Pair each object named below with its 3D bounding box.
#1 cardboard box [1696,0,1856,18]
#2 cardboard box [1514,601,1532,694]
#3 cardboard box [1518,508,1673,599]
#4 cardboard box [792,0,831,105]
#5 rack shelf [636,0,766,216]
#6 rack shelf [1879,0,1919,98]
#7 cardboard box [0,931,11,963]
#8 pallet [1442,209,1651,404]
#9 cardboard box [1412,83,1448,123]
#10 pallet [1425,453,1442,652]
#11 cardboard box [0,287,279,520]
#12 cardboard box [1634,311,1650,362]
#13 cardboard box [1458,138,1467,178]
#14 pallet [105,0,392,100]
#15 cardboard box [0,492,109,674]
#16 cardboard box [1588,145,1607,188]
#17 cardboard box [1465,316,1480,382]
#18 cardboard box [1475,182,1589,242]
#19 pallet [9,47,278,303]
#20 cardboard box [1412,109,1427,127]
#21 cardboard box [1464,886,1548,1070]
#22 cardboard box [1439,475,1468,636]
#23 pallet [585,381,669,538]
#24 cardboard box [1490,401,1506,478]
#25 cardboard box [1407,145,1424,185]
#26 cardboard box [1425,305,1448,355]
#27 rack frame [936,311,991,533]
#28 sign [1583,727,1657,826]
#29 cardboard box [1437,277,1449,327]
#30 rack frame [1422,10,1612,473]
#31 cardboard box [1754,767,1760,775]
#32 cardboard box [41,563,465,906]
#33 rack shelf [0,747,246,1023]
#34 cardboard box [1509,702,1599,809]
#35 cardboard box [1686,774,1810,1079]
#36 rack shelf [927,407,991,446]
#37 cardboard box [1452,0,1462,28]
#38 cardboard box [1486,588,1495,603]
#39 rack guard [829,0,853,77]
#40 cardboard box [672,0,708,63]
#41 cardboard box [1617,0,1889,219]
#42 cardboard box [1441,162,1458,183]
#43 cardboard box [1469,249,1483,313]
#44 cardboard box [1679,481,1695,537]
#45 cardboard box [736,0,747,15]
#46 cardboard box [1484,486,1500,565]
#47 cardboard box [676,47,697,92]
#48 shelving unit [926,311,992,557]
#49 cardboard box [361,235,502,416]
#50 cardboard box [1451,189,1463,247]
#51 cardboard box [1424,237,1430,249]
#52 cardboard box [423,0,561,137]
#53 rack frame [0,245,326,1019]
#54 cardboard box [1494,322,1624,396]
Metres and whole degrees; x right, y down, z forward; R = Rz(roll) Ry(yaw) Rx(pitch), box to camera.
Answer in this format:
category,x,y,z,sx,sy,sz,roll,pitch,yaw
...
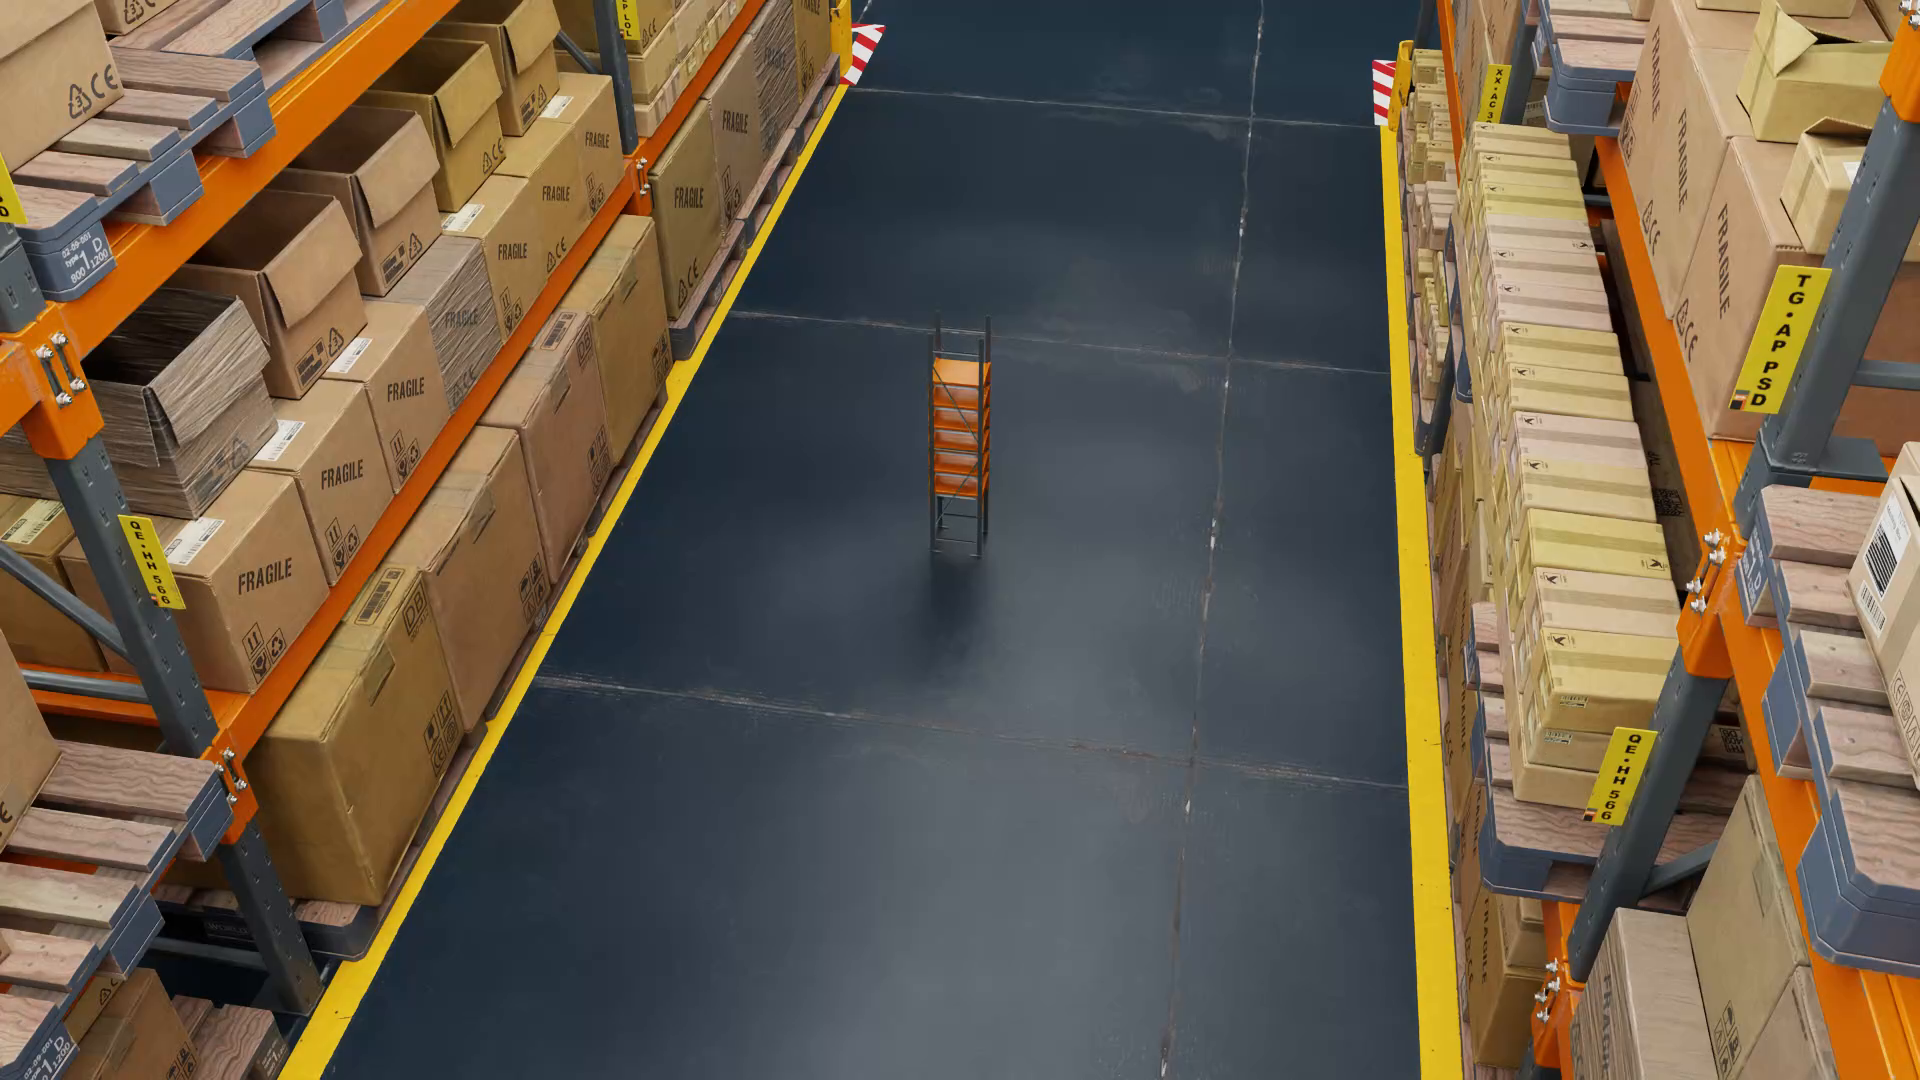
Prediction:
category,x,y,z,sx,sy,sz,roll,pitch,yaw
cardboard box,2.126,-1.546,4.329,0.396,0.266,0.258,6,40,8
cardboard box,1.791,0.328,4.730,0.380,0.149,0.250,8,40,9
cardboard box,1.834,0.062,4.819,0.380,0.149,0.250,8,40,9
cardboard box,-1.406,-3.528,11.098,0.875,0.875,0.875,6,40,8
rack shelf,-1.720,-3.063,9.762,1.077,0.370,4.000,6,40,8
rack shelf,2.456,-2.100,4.203,1.077,0.370,4.000,6,40,8
cardboard box,-2.810,0.930,3.960,0.700,0.500,0.500,12,41,14
pallet,2.526,-0.937,6.777,1.003,0.211,1.213,6,40,8
cardboard box,2.970,-2.656,10.146,0.380,0.149,0.250,6,40,8
pallet,2.669,0.089,7.574,1.003,0.211,1.213,6,40,8
cardboard box,-2.616,-0.457,5.180,0.797,0.503,0.637,8,40,9
cardboard box,2.795,-0.792,6.318,0.380,0.149,0.250,4,40,5
cardboard box,2.558,-1.756,7.814,0.380,0.149,0.250,5,40,6
pallet,-2.508,-1.770,5.428,1.003,0.211,1.213,8,40,10
cardboard box,-2.917,0.050,5.354,0.500,0.500,0.500,8,40,9
cardboard box,3.136,-1.911,7.492,0.500,0.500,0.500,6,40,7
cardboard box,2.103,-0.695,6.201,0.380,0.149,0.250,5,40,6
cardboard box,2.191,-1.236,6.389,0.380,0.149,0.250,7,40,8
pallet,-2.699,-1.068,4.578,1.213,0.211,1.003,8,40,10
cardboard box,3.047,-2.697,10.429,0.380,0.149,0.250,6,40,7
cardboard box,1.966,1.395,5.437,0.500,0.500,0.500,6,40,7
cardboard box,2.323,0.094,7.012,0.500,0.500,0.500,8,40,10
pallet,-2.125,-0.518,8.307,1.003,0.211,1.213,6,40,8
cardboard box,1.968,-0.314,5.507,0.380,0.149,0.250,7,40,9
cardboard box,2.935,-2.276,10.154,0.380,0.149,0.250,7,40,8
cardboard box,2.578,-1.056,8.445,0.380,0.149,0.250,5,40,6
rack frame,0.013,-0.511,7.523,0.240,1.200,0.006,6,40,8
sign,1.574,0.566,3.962,0.100,0.325,0.005,6,40,8
cardboard box,2.612,-1.184,8.365,0.380,0.149,0.250,7,40,8
rack frame,2.802,-1.475,7.276,1.000,3.000,0.127,6,40,8
cardboard box,2.386,0.712,4.499,0.380,0.149,0.250,6,40,7
cardboard box,-2.618,0.652,6.042,1.225,0.875,0.875,5,40,6
rack shelf,-3.104,1.958,3.689,1.077,0.370,4.000,6,40,8
cardboard box,1.742,0.610,4.622,0.380,0.149,0.250,7,40,8
cardboard box,2.022,0.893,3.550,0.700,0.500,0.500,6,40,7
rack shelf,-0.002,-0.512,7.405,0.258,0.103,0.180,6,40,8
cardboard box,2.897,-2.921,8.714,0.500,0.500,0.500,5,40,7
cardboard box,2.150,0.455,5.986,0.500,0.250,0.500,7,40,9
rack guard,-1.370,-3.647,11.866,1.175,0.500,0.348,6,40,8
cardboard box,-1.636,-2.719,8.666,0.500,0.250,0.500,6,40,7
cardboard box,2.122,-1.174,4.480,0.500,0.500,0.500,6,40,8
cardboard box,2.911,-1.990,9.340,0.380,0.149,0.250,6,40,8
cardboard box,2.149,-0.970,6.300,0.380,0.149,0.250,5,40,6
cardboard box,2.613,-0.120,5.506,0.380,0.149,0.250,7,40,8
cardboard box,-1.419,-3.116,9.458,0.380,0.149,0.250,5,40,6
cardboard box,1.923,-0.032,5.399,0.380,0.149,0.250,5,40,6
cardboard box,-1.597,-2.467,8.674,0.380,0.149,0.250,8,40,9
shelving unit,-0.002,-0.453,7.454,0.258,1.200,0.189,6,40,8
cardboard box,-2.145,-0.847,6.439,0.500,0.500,0.500,7,40,8
cardboard box,2.281,-1.343,6.985,0.380,0.149,0.250,5,40,6
cardboard box,2.824,-1.627,9.369,0.380,0.149,0.250,7,40,9
cardboard box,-2.168,-2.108,7.177,0.797,0.503,0.637,5,40,7
rack frame,-2.758,0.425,4.978,1.000,3.000,0.127,6,40,8
cardboard box,2.015,-0.591,5.609,0.380,0.149,0.250,8,40,9
